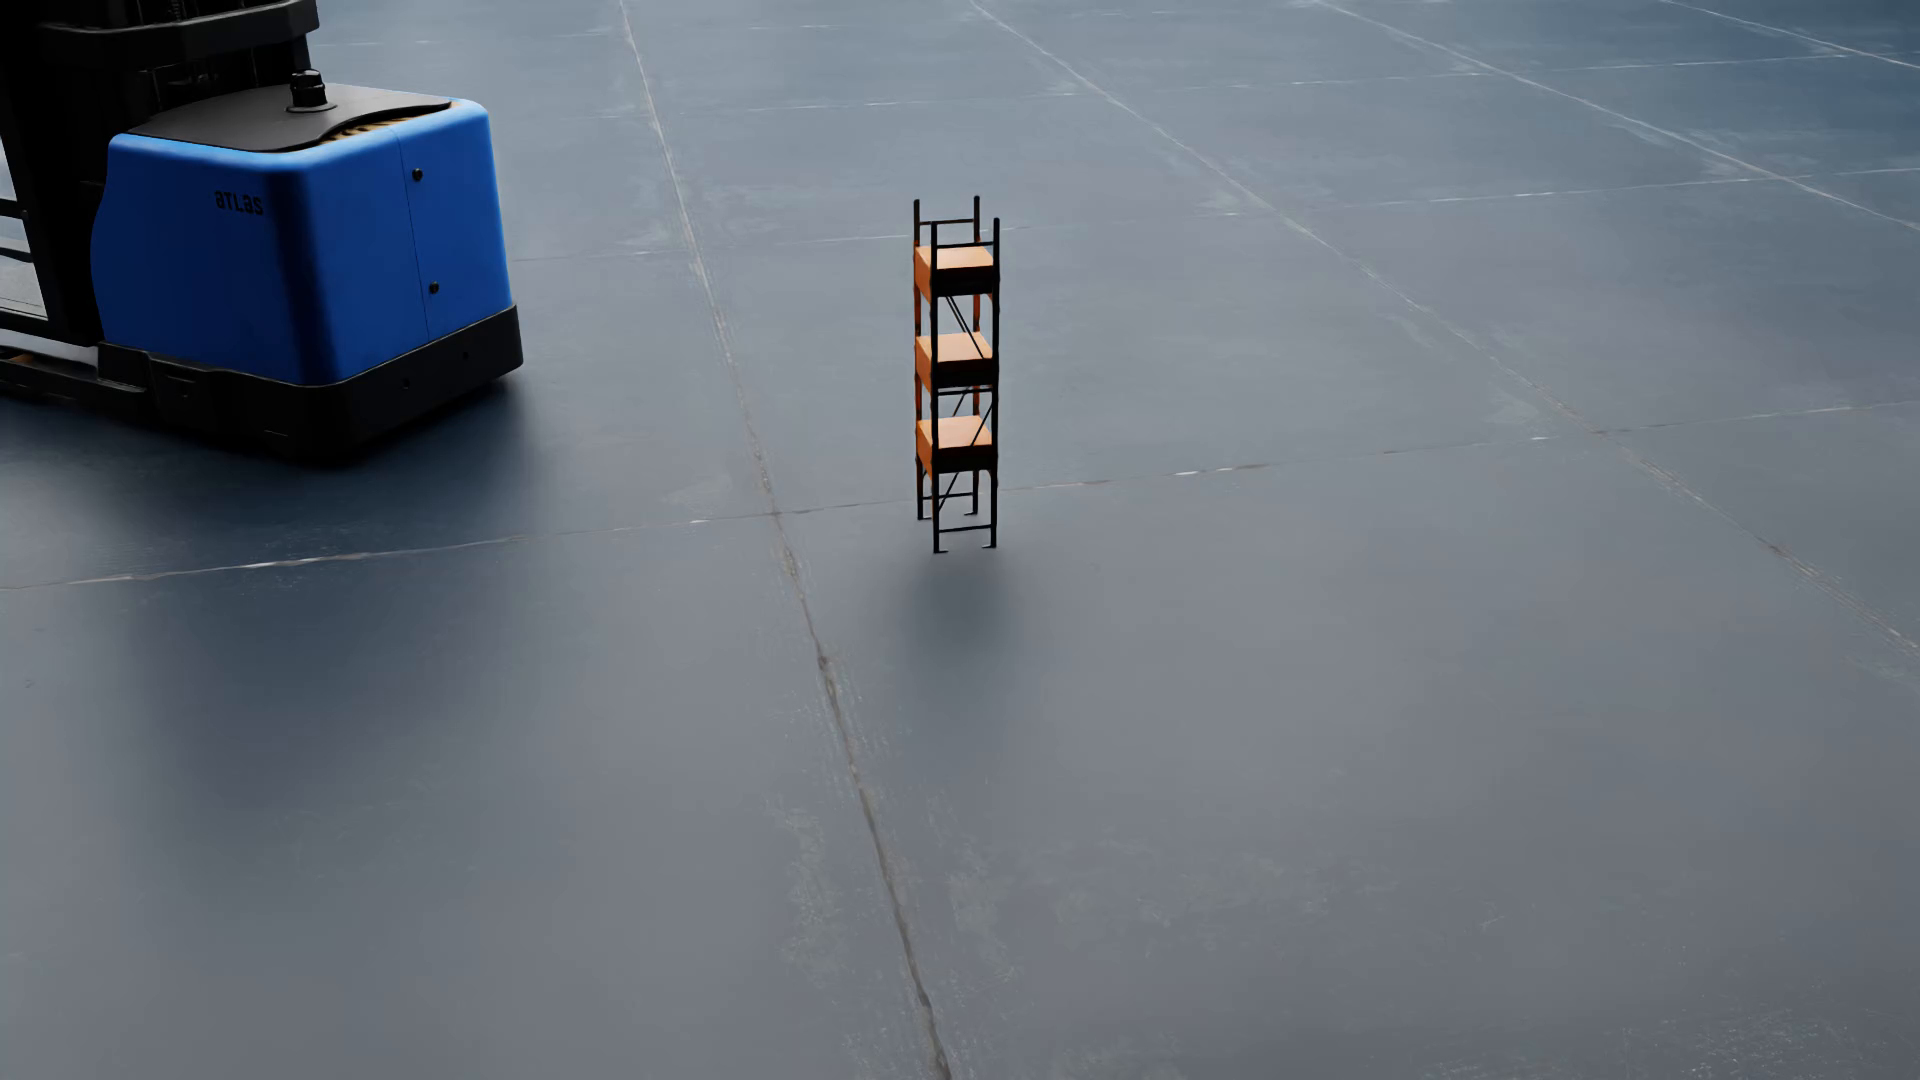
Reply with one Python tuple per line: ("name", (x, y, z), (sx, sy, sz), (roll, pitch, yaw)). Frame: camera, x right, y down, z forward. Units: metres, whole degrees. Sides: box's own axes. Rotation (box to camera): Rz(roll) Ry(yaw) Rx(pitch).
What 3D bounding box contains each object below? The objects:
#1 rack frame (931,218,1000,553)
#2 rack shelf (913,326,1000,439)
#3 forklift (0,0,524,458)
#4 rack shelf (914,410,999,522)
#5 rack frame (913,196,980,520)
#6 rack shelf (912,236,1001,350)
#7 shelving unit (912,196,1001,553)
("rack frame", (0.015, -0.439, 4.954), (0.200, 1.050, 0.008), (-6, 27, -12))
("rack shelf", (-0.012, -0.483, 5.065), (0.215, 0.259, 0.240), (-6, 27, -12))
("forklift", (-3.245, -2.042, 6.043), (3.031, 2.935, 1.130), (13, 29, 24))
("rack shelf", (-0.012, -0.235, 5.190), (0.215, 0.259, 0.240), (-6, 27, -12))
("rack frame", (-0.040, -0.546, 5.166), (0.200, 1.050, 0.008), (-6, 27, -12))
("rack shelf", (-0.012, -0.736, 4.937), (0.215, 0.259, 0.240), (-6, 27, -12))
("shelving unit", (-0.012, -0.492, 5.060), (0.215, 1.050, 0.252), (-6, 27, -12))
